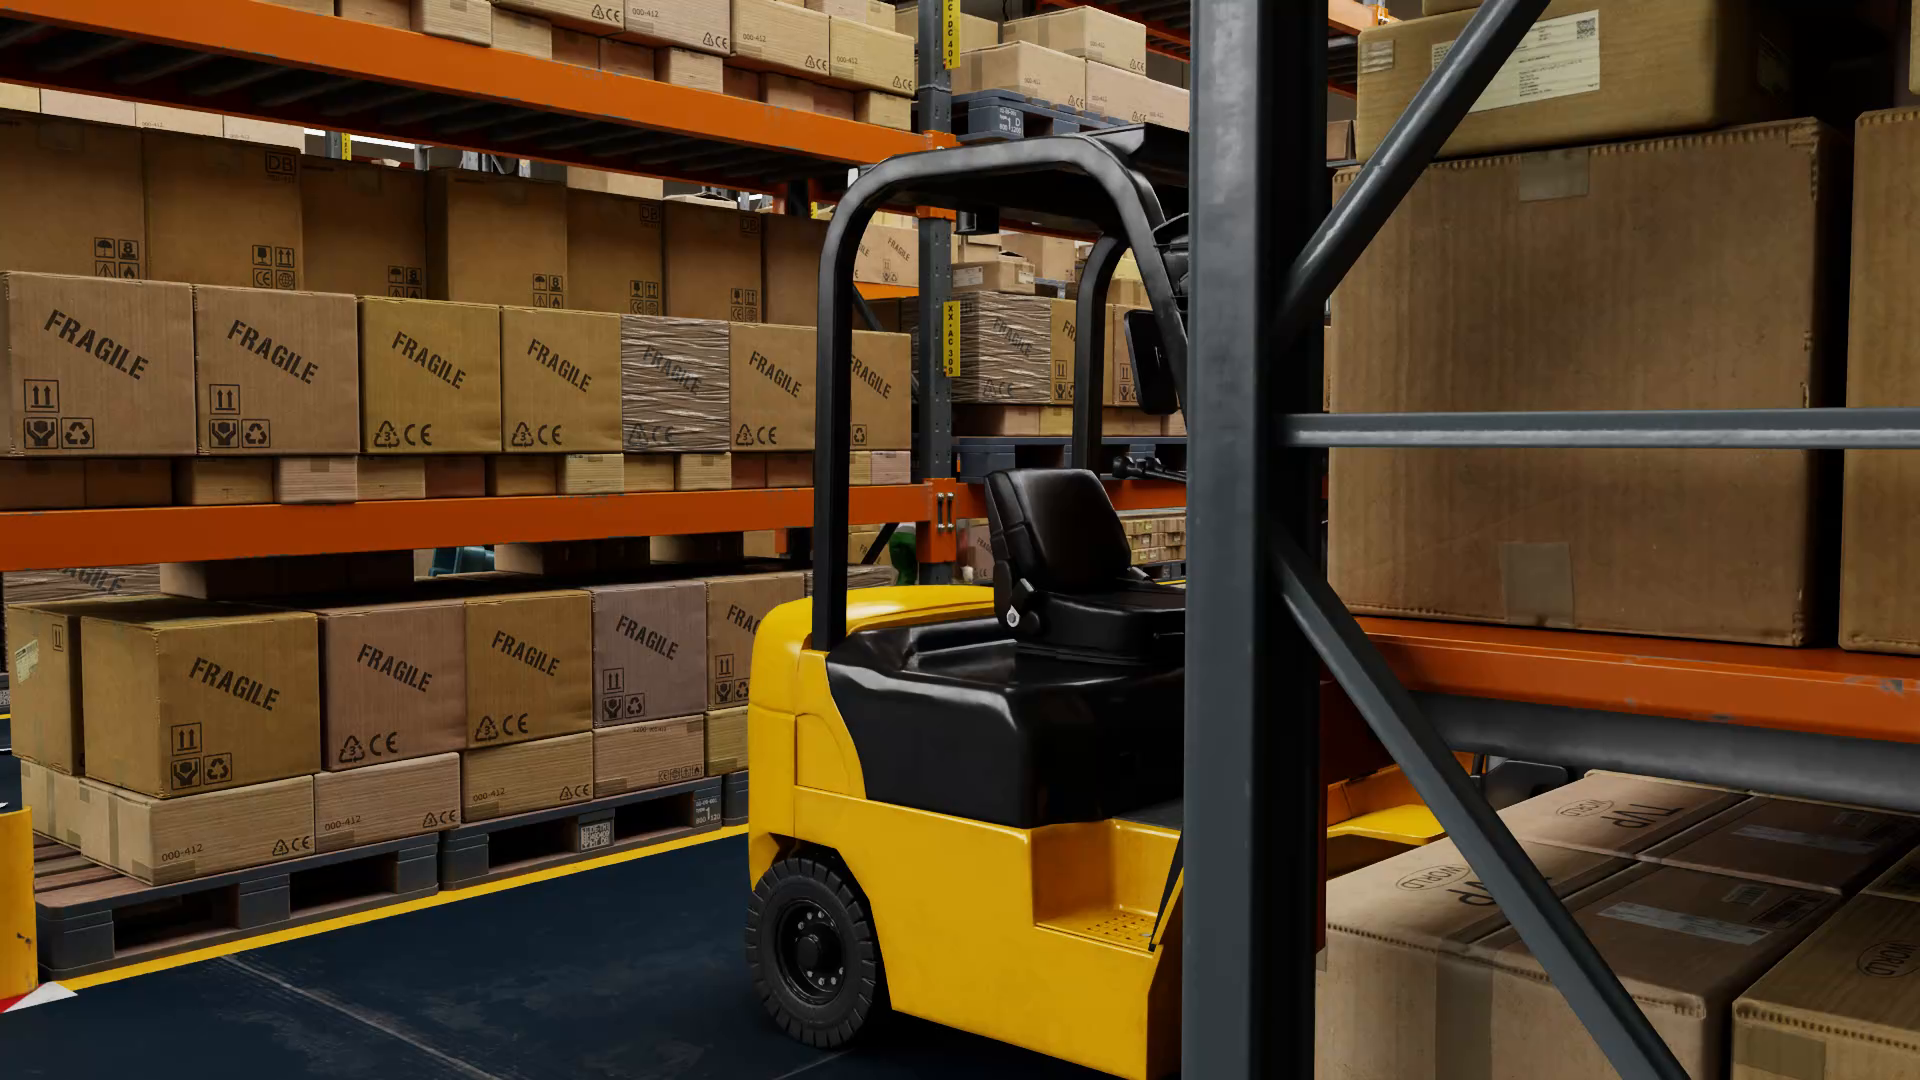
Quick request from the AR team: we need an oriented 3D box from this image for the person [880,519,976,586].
[{"bbox_3d":[-0.242,0.137,12.427,0.503,1.213,0.789,3,4,39],"label":"person"}]
